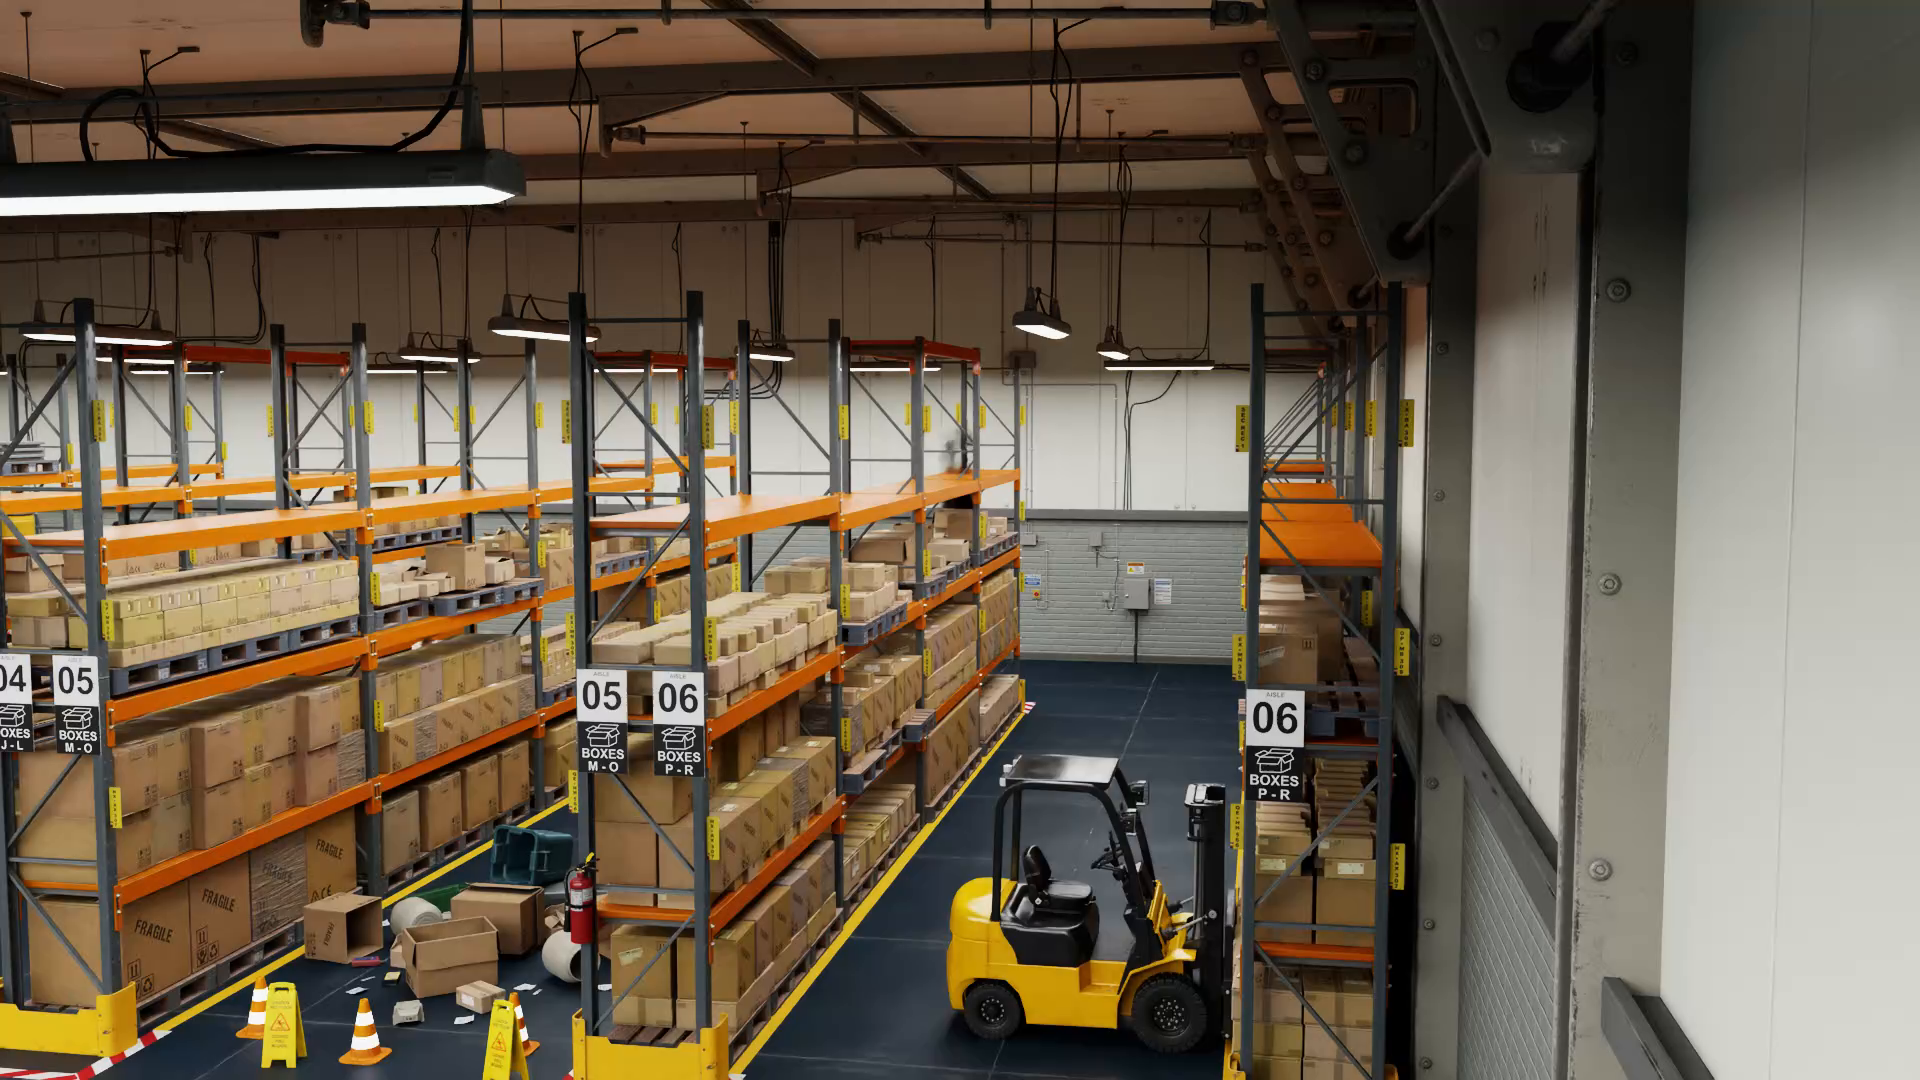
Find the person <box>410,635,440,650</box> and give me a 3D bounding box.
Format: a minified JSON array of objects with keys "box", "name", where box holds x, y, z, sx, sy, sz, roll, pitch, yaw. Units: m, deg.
[{"box":[-8.253,2.211,25.845,0.676,1.830,0.787,1,5,10],"name":"person"}]
